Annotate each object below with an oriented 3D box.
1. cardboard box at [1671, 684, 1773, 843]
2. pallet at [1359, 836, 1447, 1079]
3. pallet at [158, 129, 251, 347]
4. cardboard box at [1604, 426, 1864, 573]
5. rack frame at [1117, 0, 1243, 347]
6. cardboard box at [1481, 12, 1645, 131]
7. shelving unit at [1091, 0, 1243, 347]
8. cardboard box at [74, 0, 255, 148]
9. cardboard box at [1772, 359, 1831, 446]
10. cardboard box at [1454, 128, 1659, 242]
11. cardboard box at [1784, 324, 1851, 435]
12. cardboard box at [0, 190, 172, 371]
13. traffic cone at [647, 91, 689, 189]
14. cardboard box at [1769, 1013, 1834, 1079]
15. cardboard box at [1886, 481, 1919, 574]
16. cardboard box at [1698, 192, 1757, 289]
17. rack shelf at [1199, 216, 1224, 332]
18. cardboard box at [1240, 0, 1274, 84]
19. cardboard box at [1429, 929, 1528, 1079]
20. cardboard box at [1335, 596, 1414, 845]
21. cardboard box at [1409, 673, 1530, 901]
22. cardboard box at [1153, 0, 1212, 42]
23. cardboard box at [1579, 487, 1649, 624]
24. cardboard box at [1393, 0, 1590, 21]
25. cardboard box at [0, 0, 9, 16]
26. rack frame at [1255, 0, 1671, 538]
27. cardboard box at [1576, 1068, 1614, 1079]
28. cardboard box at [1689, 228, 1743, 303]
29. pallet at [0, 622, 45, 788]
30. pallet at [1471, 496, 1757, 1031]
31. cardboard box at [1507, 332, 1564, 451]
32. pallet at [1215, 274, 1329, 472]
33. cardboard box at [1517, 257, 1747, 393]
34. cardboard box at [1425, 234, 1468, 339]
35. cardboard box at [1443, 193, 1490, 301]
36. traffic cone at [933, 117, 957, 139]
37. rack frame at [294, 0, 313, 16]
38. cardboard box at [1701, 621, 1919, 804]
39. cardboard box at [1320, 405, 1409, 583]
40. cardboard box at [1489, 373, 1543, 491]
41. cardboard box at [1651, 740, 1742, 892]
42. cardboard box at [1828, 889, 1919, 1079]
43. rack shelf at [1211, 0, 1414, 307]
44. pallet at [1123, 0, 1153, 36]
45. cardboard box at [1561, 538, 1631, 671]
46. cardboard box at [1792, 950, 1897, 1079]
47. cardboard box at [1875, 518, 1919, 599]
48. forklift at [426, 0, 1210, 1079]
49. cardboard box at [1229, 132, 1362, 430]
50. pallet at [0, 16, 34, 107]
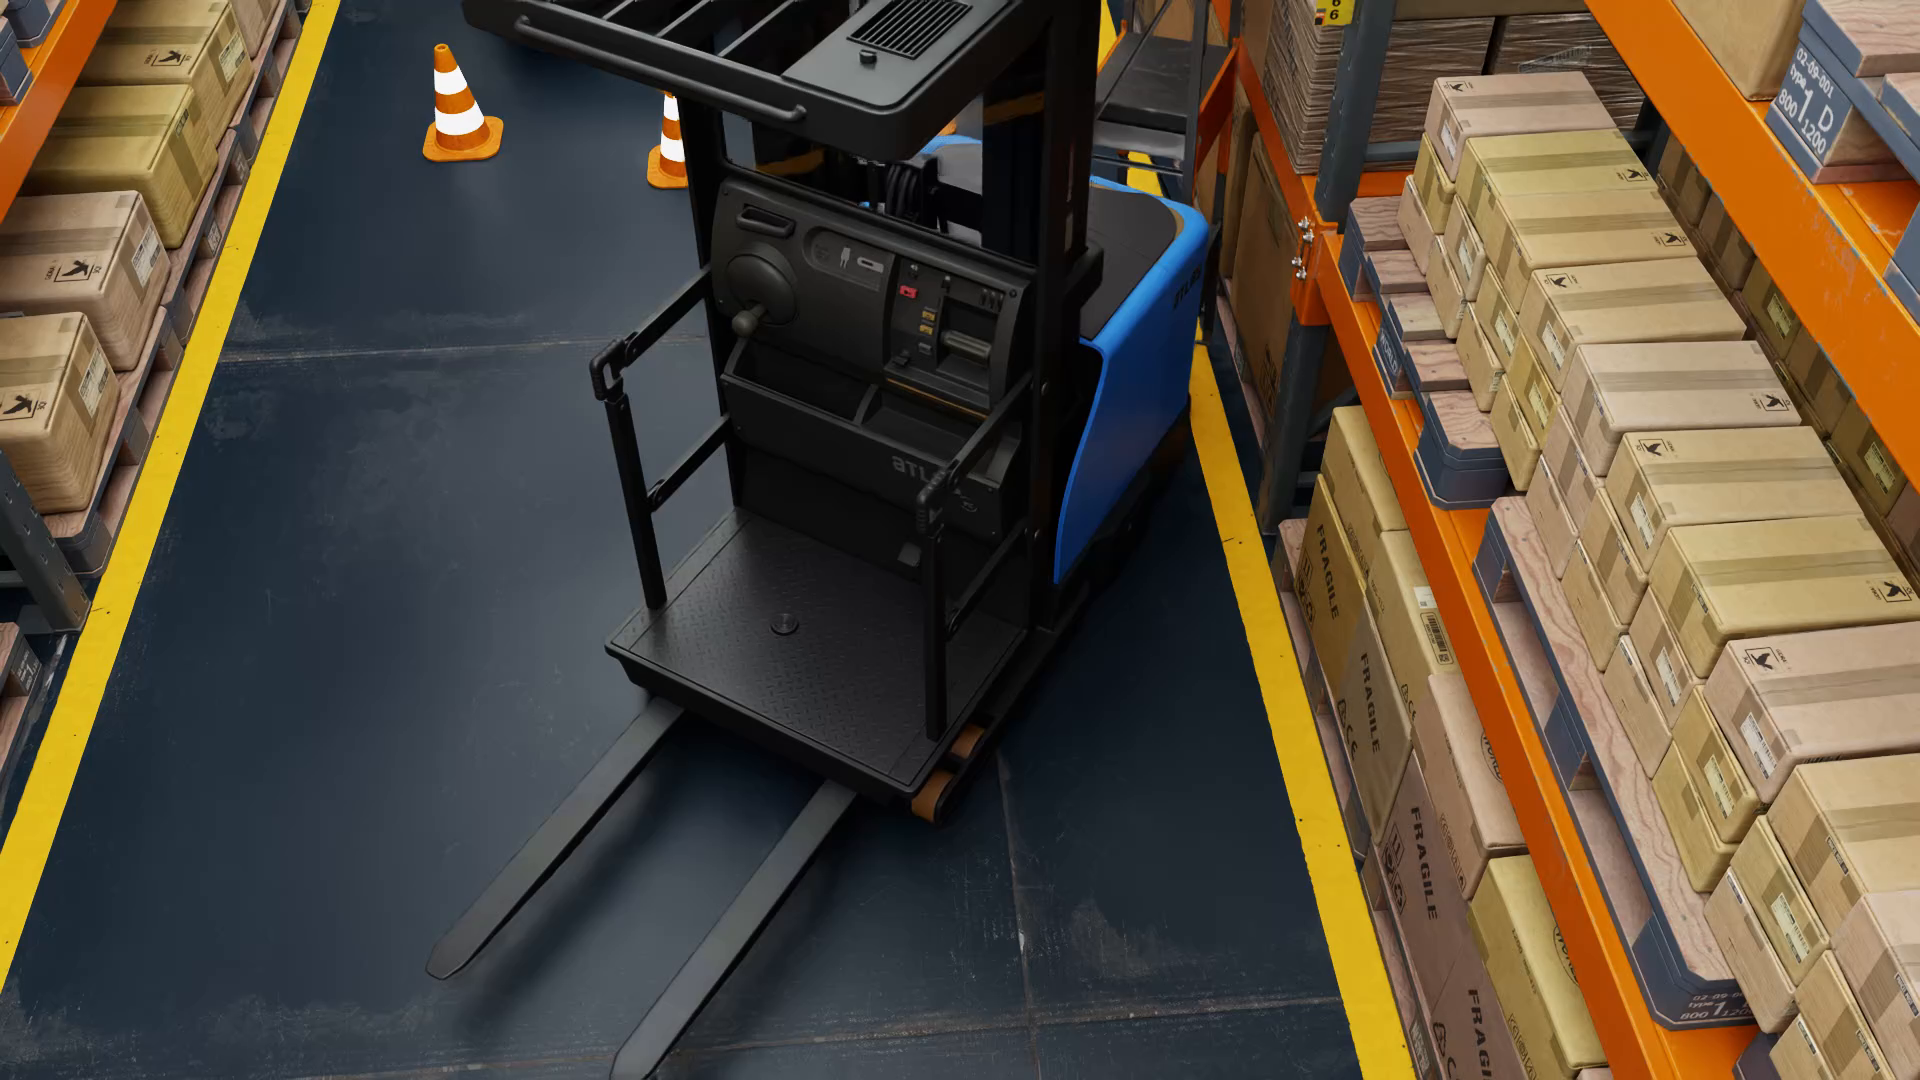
[{"bbox_3d":[1.530,0.389,2.994,0.380,0.149,0.250,-3,47,-3],"label":"cardboard box"},{"bbox_3d":[1.702,1.290,4.383,1.003,0.211,1.213,-3,47,-3],"label":"pallet"},{"bbox_3d":[-3.548,-1.228,6.768,1.003,0.211,1.213,-3,47,-3],"label":"pallet"},{"bbox_3d":[1.496,-0.080,3.234,0.380,0.149,0.250,-2,47,-2],"label":"cardboard box"},{"bbox_3d":[0.749,-1.545,5.755,0.400,2.100,0.015,14,47,16],"label":"rack frame"},{"bbox_3d":[1.770,-1.490,5.027,0.500,0.500,0.500,-3,47,-3],"label":"cardboard box"},{"bbox_3d":[0.660,-1.384,5.595,0.431,2.100,0.503,14,47,16],"label":"shelving unit"},{"bbox_3d":[-3.610,-1.976,7.077,0.950,0.372,0.625,-1,47,-1],"label":"cardboard box"},{"bbox_3d":[2.097,-0.297,3.850,0.380,0.149,0.250,-4,47,-4],"label":"cardboard box"},{"bbox_3d":[1.410,-0.837,3.951,0.380,0.149,0.250,-5,47,-4],"label":"cardboard box"},{"bbox_3d":[2.103,-0.381,3.724,0.380,0.149,0.250,-3,47,-3],"label":"cardboard box"},{"bbox_3d":[-3.492,-0.924,6.080,0.950,0.372,0.625,-4,47,-4],"label":"cardboard box"},{"bbox_3d":[-1.200,-1.801,7.137,0.336,0.463,0.334,-3,47,-3],"label":"traffic cone"},{"bbox_3d":[1.581,0.896,2.719,0.380,0.149,0.250,-6,47,-5],"label":"cardboard box"},{"bbox_3d":[2.144,-0.012,3.375,0.380,0.149,0.250,-2,47,-2],"label":"cardboard box"},{"bbox_3d":[2.058,-0.752,4.076,0.380,0.149,0.250,-2,47,-2],"label":"cardboard box"},{"bbox_3d":[0.684,-0.876,6.096,0.431,0.518,0.480,14,47,16],"label":"rack shelf"},{"bbox_3d":[1.193,-1.820,5.339,0.500,0.500,0.500,-3,47,-3],"label":"cardboard box"},{"bbox_3d":[1.480,1.232,3.950,0.500,0.500,0.500,-4,47,-4],"label":"cardboard box"},{"bbox_3d":[1.390,0.491,4.651,0.500,0.500,0.500,-3,47,-3],"label":"cardboard box"},{"bbox_3d":[1.427,0.582,4.049,0.500,0.250,0.500,-3,47,-3],"label":"cardboard box"},{"bbox_3d":[1.423,-2.238,7.064,1.050,0.750,0.750,-3,47,-3],"label":"cardboard box"},{"bbox_3d":[1.489,0.018,3.346,0.380,0.149,0.250,-4,47,-4],"label":"cardboard box"},{"bbox_3d":[1.511,-1.818,4.649,0.700,0.500,0.500,-4,47,-4],"label":"cardboard box"},{"bbox_3d":[-3.197,-1.653,5.133,0.380,0.149,0.250,-3,47,-3],"label":"cardboard box"},{"bbox_3d":[1.539,-1.115,4.740,1.000,3.000,0.127,-3,47,-3],"label":"rack frame"},{"bbox_3d":[1.530,1.340,3.331,0.500,0.250,0.500,-1,47,-1],"label":"cardboard box"},{"bbox_3d":[2.057,-0.664,4.197,0.380,0.149,0.250,-4,47,-3],"label":"cardboard box"},{"bbox_3d":[-3.394,0.793,4.854,1.003,0.211,1.213,-3,47,-3],"label":"pallet"},{"bbox_3d":[1.746,0.381,3.455,1.003,0.211,1.213,-3,47,-3],"label":"pallet"},{"bbox_3d":[1.451,-0.342,3.687,0.380,0.149,0.250,-3,47,-3],"label":"cardboard box"},{"bbox_3d":[1.548,-0.731,6.297,1.003,0.211,1.213,-3,47,-3],"label":"pallet"},{"bbox_3d":[1.448,-0.468,3.601,0.380,0.149,0.250,-5,47,-5],"label":"cardboard box"},{"bbox_3d":[1.398,-0.643,4.177,0.380,0.149,0.250,-1,47,-1],"label":"cardboard box"},{"bbox_3d":[1.404,-0.717,4.042,0.380,0.149,0.250,-1,47,-1],"label":"cardboard box"},{"bbox_3d":[-0.188,-2.074,7.396,0.336,0.463,0.334,-3,47,-3],"label":"traffic cone"},{"bbox_3d":[-3.720,-3.635,7.127,1.000,3.000,0.127,-3,47,-3],"label":"rack frame"},{"bbox_3d":[1.537,0.295,2.879,0.380,0.149,0.250,-5,47,-5],"label":"cardboard box"},{"bbox_3d":[1.356,-0.144,4.736,0.500,0.250,0.500,-5,47,-5],"label":"cardboard box"},{"bbox_3d":[1.445,-0.252,3.807,0.380,0.149,0.250,-2,47,-1],"label":"cardboard box"},{"bbox_3d":[1.531,0.504,3.091,0.380,0.149,0.250,-2,47,-2],"label":"cardboard box"},{"bbox_3d":[1.581,0.667,2.527,0.380,0.149,0.250,-4,47,-3],"label":"cardboard box"},{"bbox_3d":[1.372,-2.314,6.372,1.077,0.370,4.000,-3,47,-3],"label":"rack shelf"},{"bbox_3d":[1.344,-2.496,7.969,1.003,0.211,1.213,-3,47,-3],"label":"pallet"},{"bbox_3d":[1.488,0.122,3.452,0.380,0.149,0.250,-3,47,-3],"label":"cardboard box"},{"bbox_3d":[1.575,0.775,2.629,0.380,0.149,0.250,-5,47,-5],"label":"cardboard box"},{"bbox_3d":[2.141,0.084,3.488,0.380,0.149,0.250,-2,47,-2],"label":"cardboard box"},{"bbox_3d":[-0.364,-0.555,4.257,1.130,2.935,3.031,23,51,20],"label":"forklift"},{"bbox_3d":[1.578,-0.932,5.827,1.050,0.750,0.750,-4,47,-4],"label":"cardboard box"},{"bbox_3d":[-3.551,-1.184,4.938,1.213,0.211,1.003,-3,47,-3],"label":"pallet"}]
